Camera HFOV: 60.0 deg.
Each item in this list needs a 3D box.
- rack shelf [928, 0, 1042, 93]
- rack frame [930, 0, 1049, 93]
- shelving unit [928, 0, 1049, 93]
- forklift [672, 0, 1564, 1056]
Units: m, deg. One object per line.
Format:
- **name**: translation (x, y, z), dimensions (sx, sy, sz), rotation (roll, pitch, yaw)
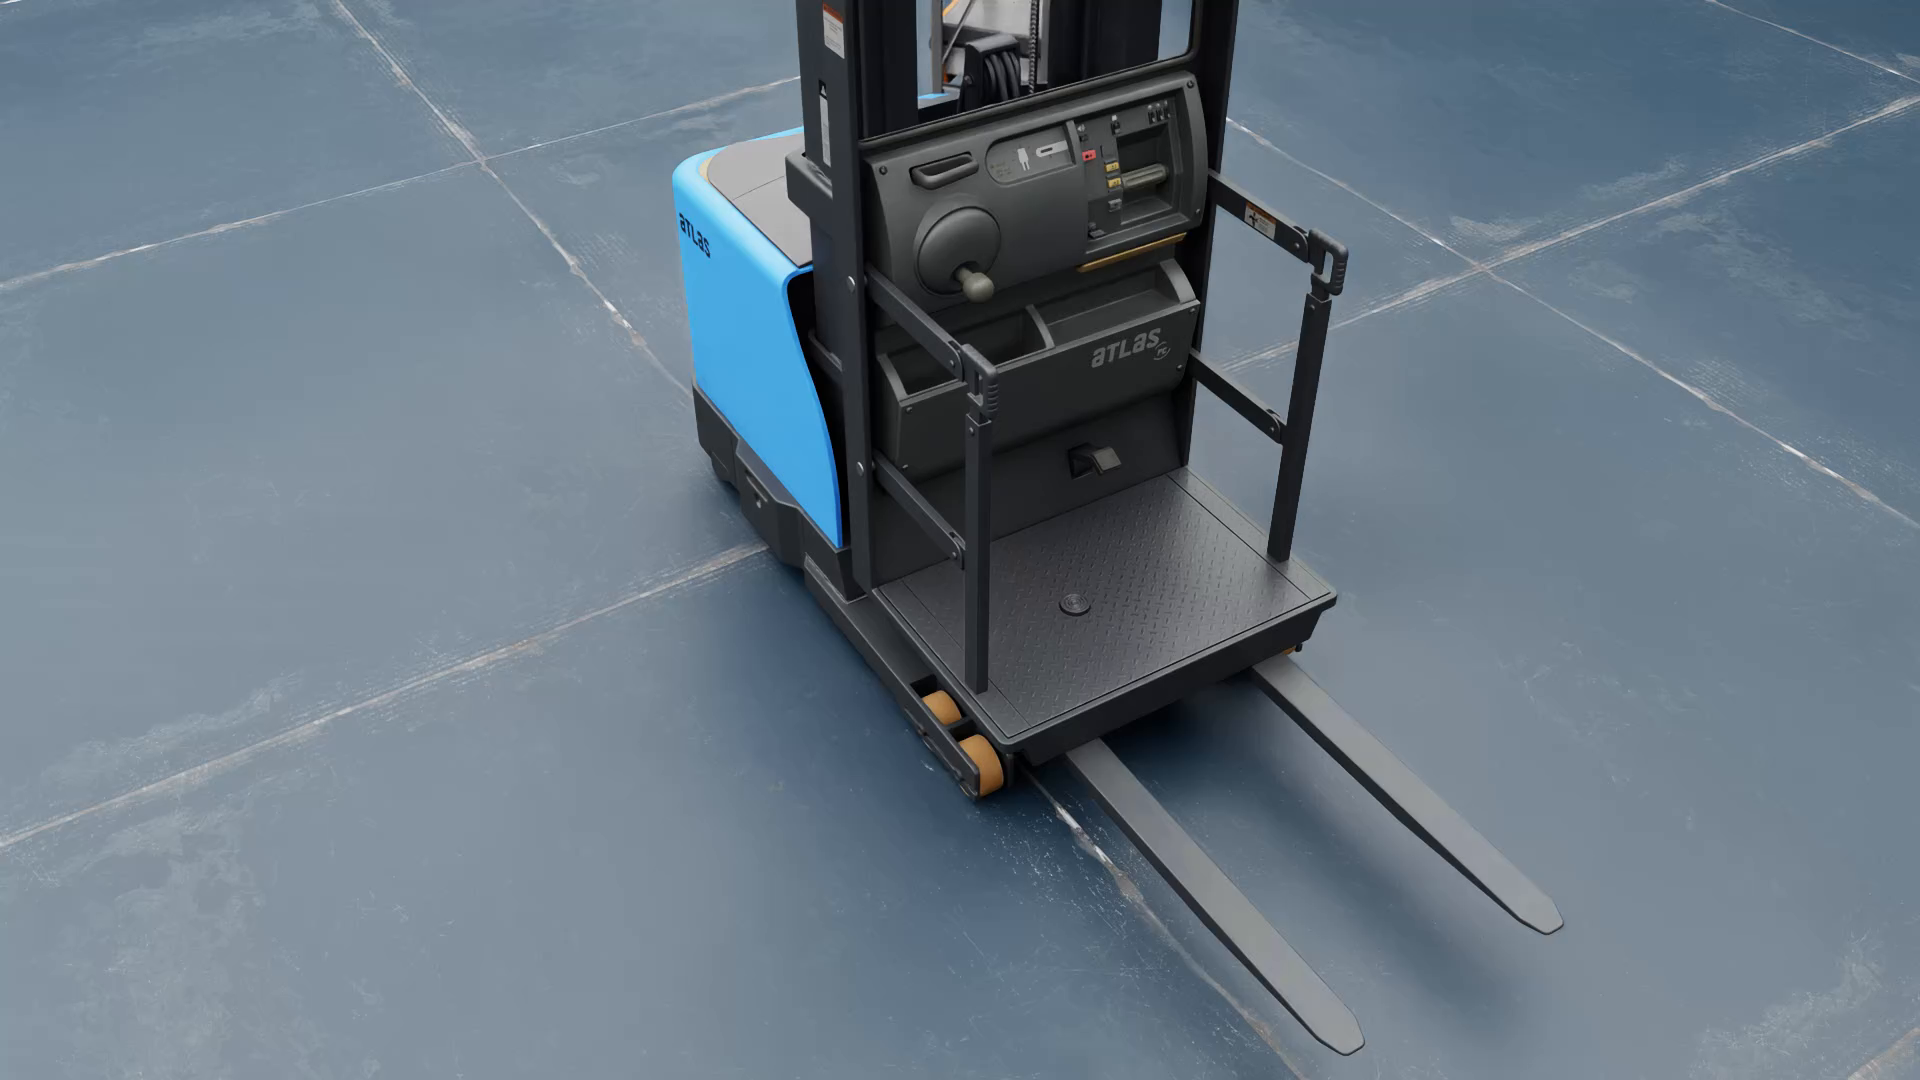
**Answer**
- **rack shelf**: translation (0.183, -1.560, 5.503), dimensions (0.431, 0.518, 0.480), rotation (14, 42, 16)
- **rack frame**: translation (0.096, -1.425, 5.320), dimensions (0.400, 2.100, 0.015), rotation (14, 42, 16)
- **shelving unit**: translation (0.183, -1.571, 5.495), dimensions (0.431, 2.100, 0.503), rotation (14, 42, 16)
- **forklift**: translation (0.325, -0.785, 3.902), dimensions (1.130, 2.935, 3.031), rotation (-21, 44, -24)
